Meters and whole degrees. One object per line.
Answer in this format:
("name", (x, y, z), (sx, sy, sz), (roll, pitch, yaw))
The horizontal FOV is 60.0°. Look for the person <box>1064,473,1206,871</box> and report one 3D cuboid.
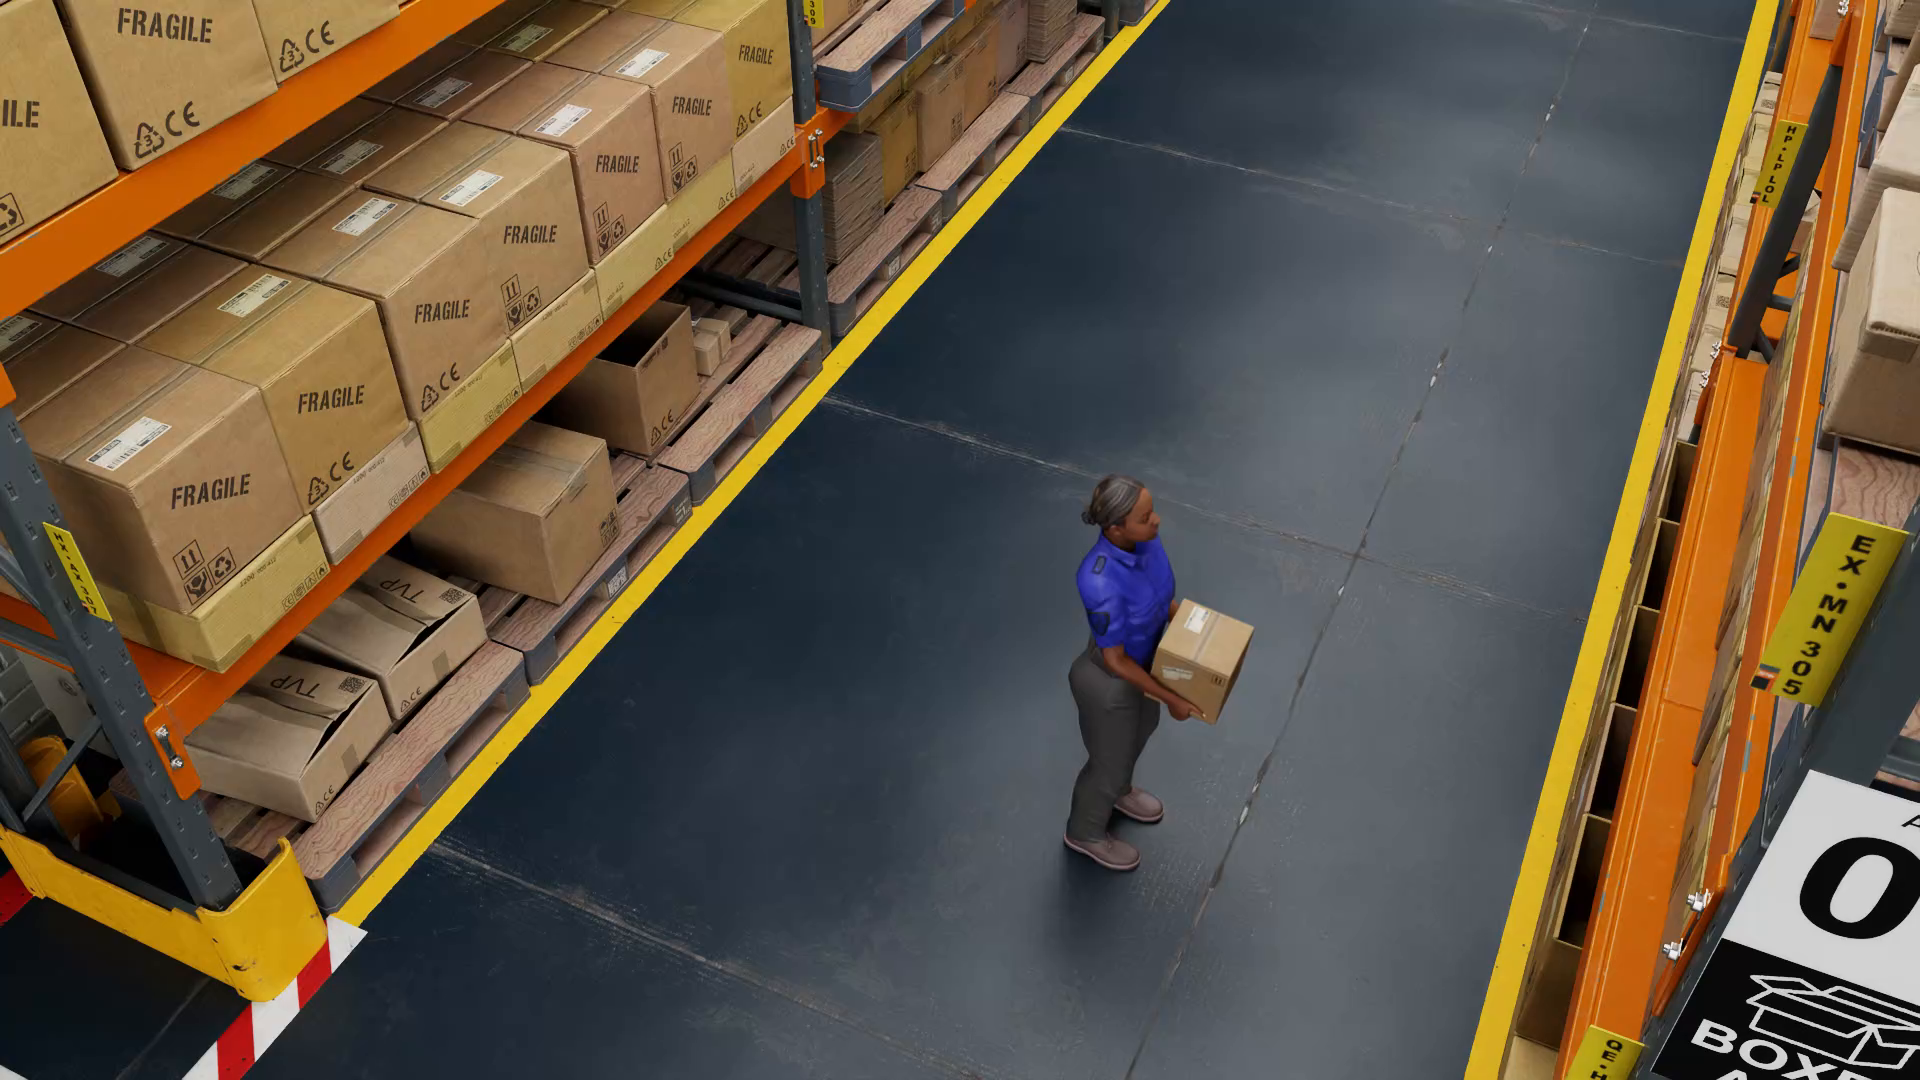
("person", (0.624, 0.476, 5.648), (0.523, 1.646, 0.450), (18, 45, 19))
